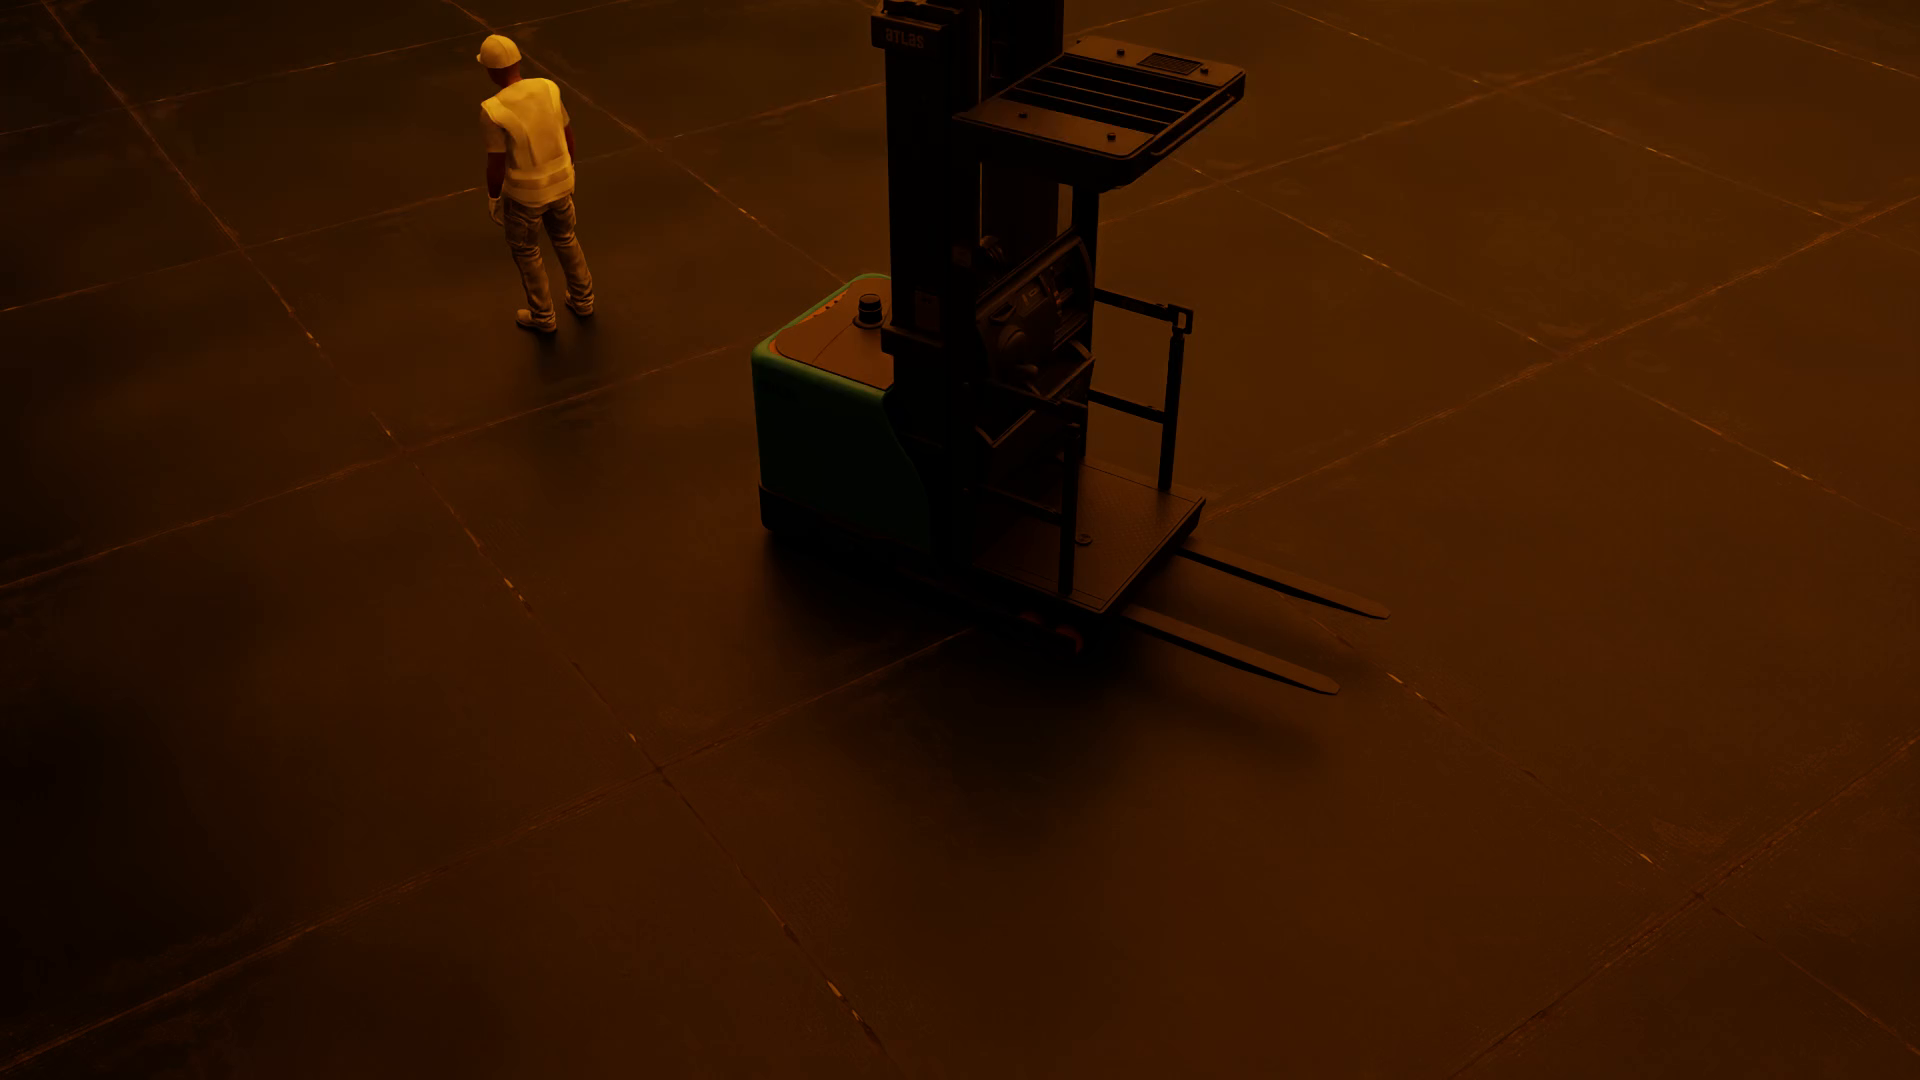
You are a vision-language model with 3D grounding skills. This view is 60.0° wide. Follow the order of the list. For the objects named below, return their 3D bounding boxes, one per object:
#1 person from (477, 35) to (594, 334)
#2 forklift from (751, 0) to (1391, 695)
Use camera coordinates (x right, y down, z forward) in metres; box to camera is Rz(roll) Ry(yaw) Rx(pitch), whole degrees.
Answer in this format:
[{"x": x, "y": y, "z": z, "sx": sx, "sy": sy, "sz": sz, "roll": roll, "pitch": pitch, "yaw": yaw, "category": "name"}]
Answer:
[{"x": -2.497, "y": -2.066, "z": 9.717, "sx": 0.451, "sy": 1.773, "sz": 0.624, "roll": 27, "pitch": 44, "yaw": 32, "category": "person"}, {"x": 0.514, "y": -0.985, "z": 7.276, "sx": 3.031, "sy": 2.935, "sz": 1.130, "roll": 21, "pitch": 41, "yaw": 26, "category": "forklift"}]
